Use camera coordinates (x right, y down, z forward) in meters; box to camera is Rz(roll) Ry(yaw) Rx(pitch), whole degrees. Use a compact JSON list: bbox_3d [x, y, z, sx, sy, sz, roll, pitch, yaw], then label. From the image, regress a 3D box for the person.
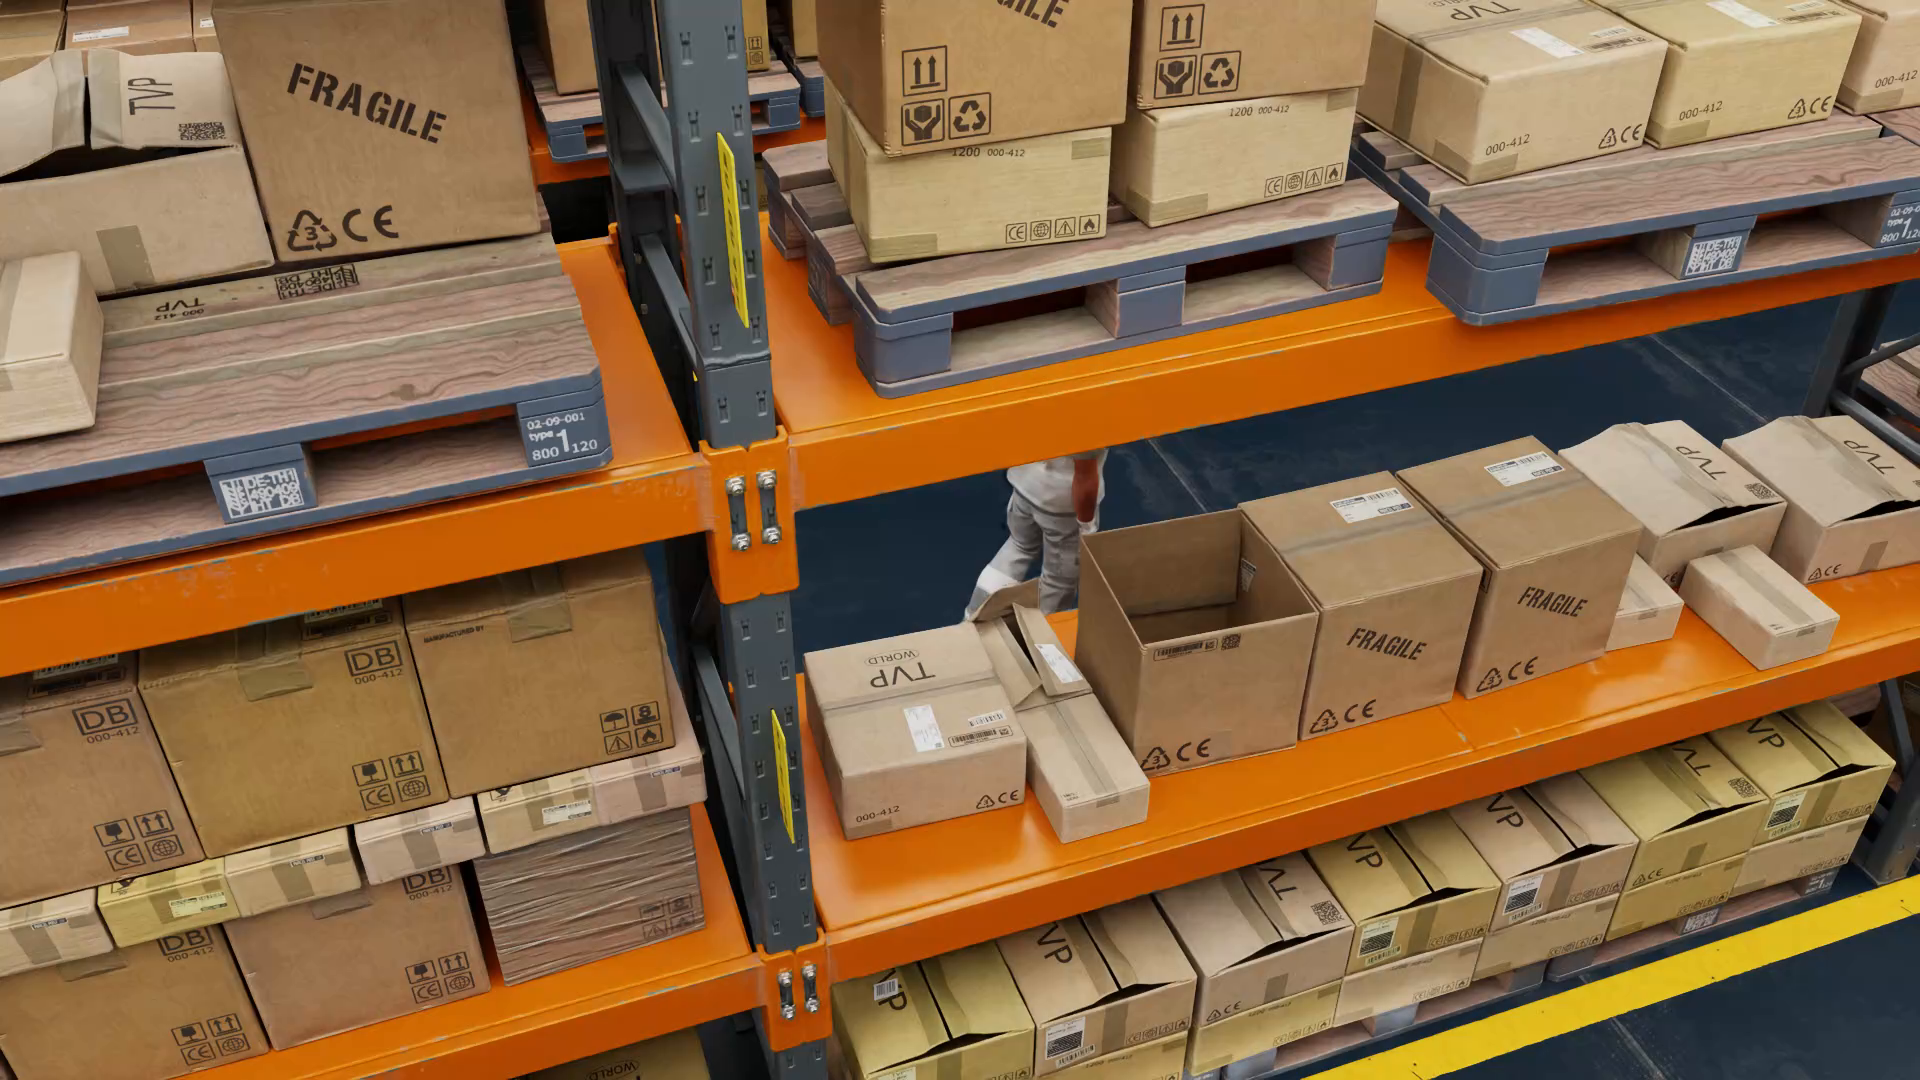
[{"bbox_3d":[0.287,-0.170,6.327,0.592,1.783,0.606,-21,42,-25],"label":"person"}]
